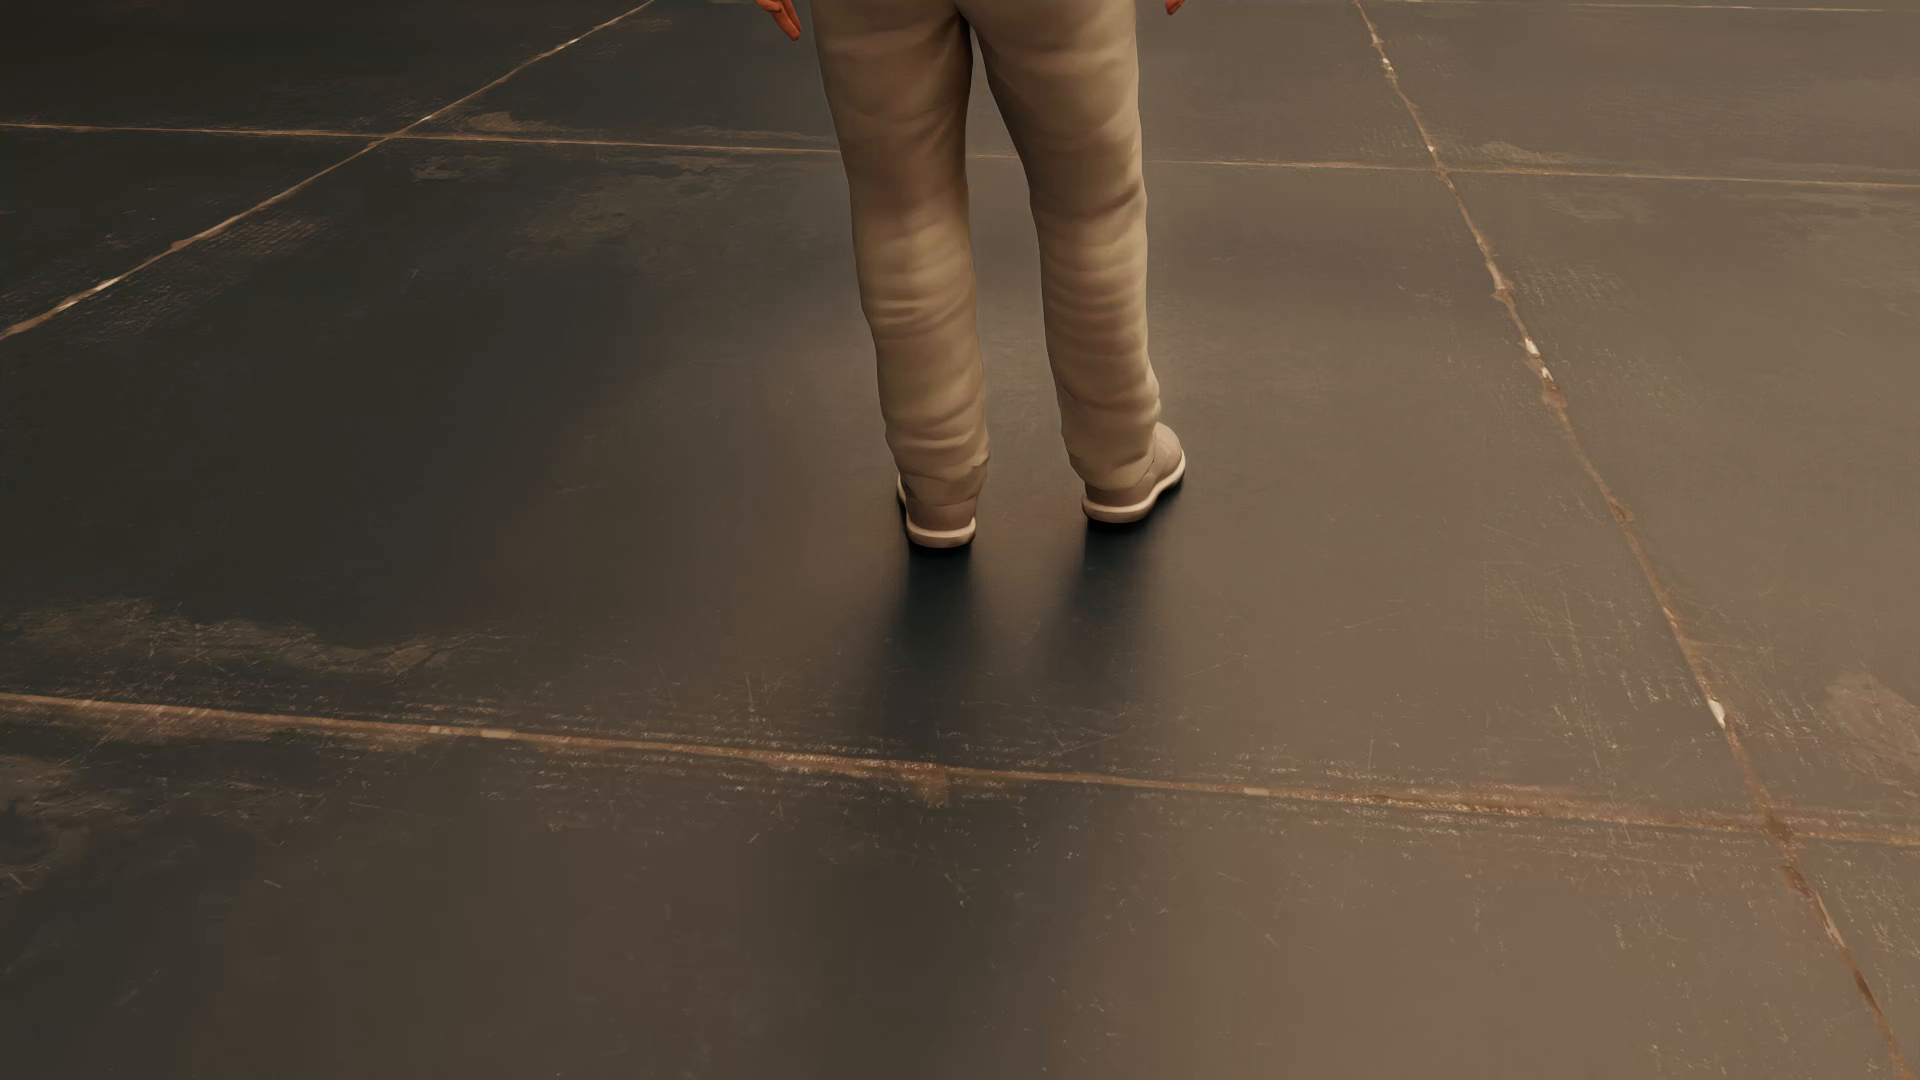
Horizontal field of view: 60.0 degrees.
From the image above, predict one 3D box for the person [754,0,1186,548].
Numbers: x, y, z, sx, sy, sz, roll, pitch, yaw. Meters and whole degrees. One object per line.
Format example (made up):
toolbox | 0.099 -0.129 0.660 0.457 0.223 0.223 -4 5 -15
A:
person | 0.022 -0.837 2.167 0.641 1.778 0.574 3 27 7
